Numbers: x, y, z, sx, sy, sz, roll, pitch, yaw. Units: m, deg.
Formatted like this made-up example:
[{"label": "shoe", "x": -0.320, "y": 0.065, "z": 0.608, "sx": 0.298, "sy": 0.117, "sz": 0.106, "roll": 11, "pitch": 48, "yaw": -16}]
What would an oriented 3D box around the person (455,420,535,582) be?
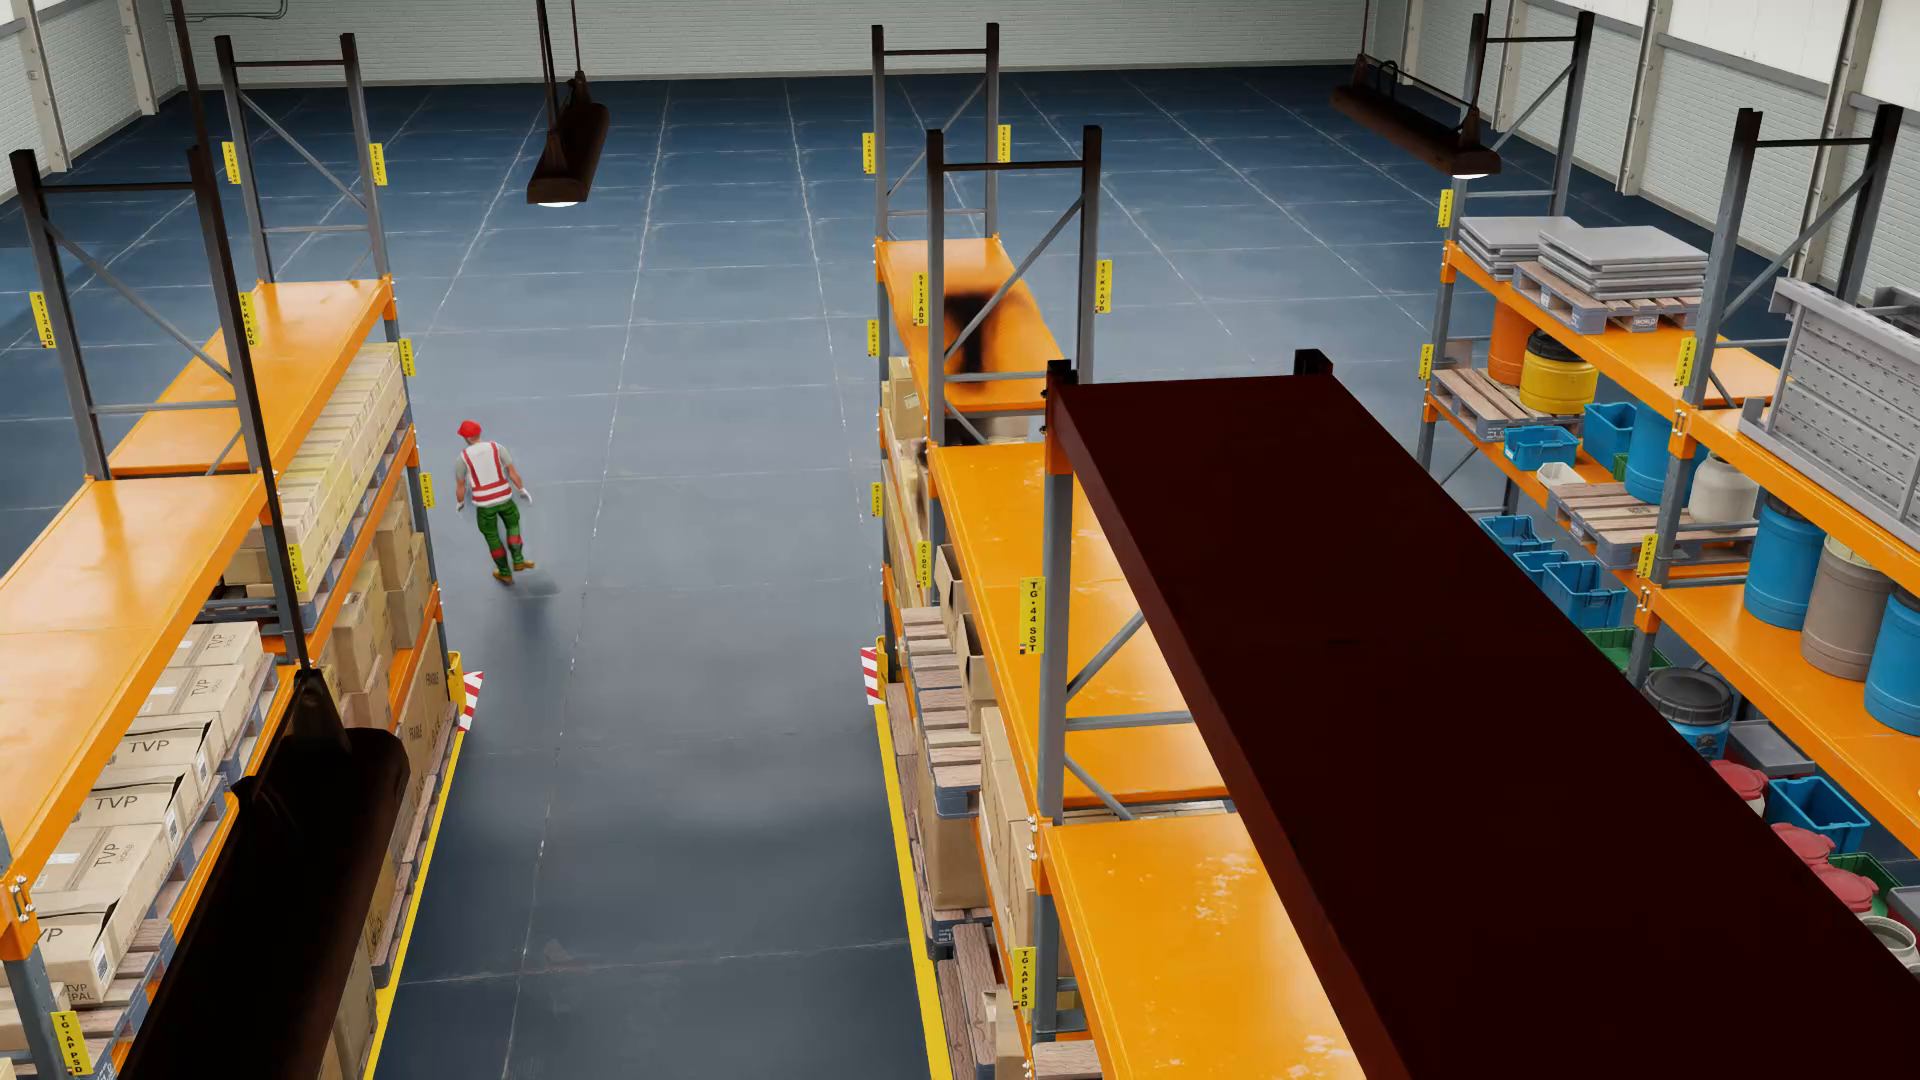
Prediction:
[{"label": "person", "x": -4.871, "y": -0.403, "z": 17.334, "sx": 0.721, "sy": 1.736, "sz": 0.629, "roll": -14, "pitch": 29, "yaw": -27}]
